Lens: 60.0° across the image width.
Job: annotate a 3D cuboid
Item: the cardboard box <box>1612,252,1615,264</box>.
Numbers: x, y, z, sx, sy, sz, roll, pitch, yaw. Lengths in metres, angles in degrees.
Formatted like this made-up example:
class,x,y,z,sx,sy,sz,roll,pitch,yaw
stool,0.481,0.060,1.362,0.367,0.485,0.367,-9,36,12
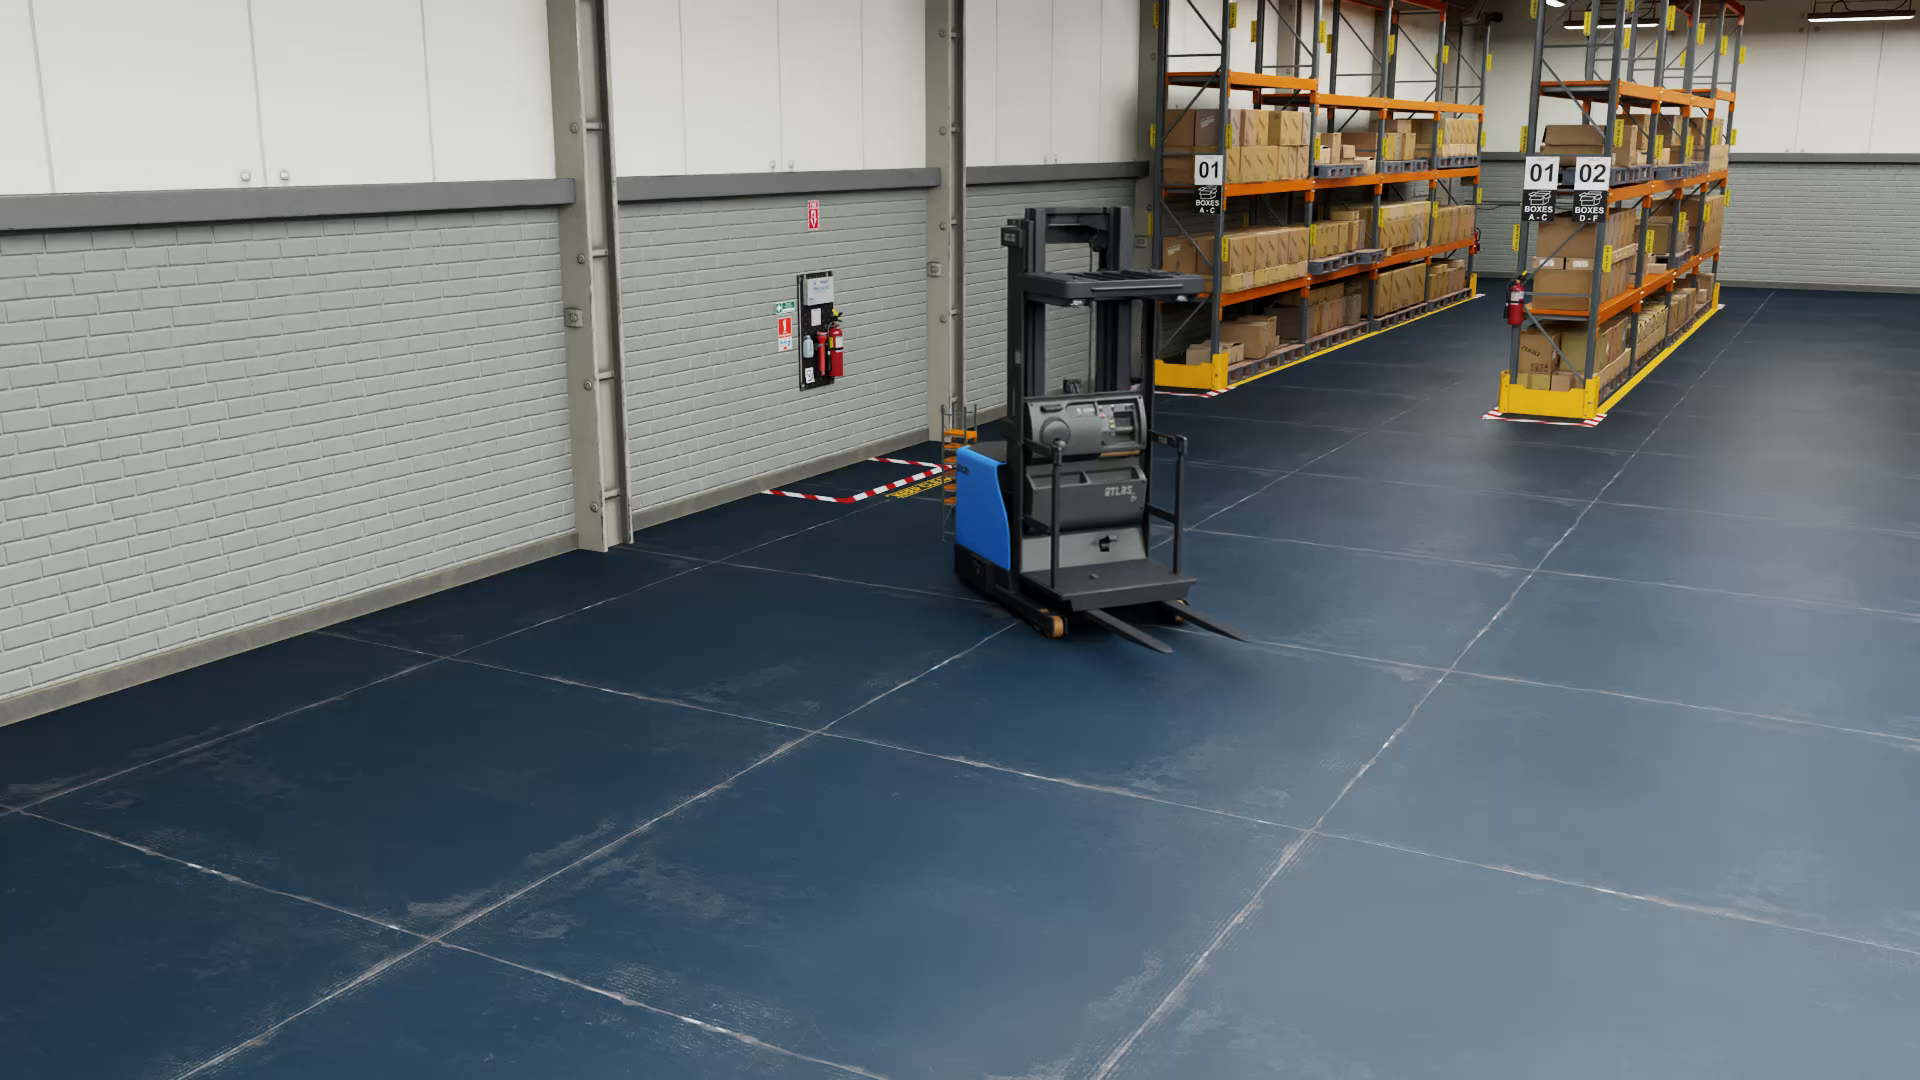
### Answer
class,x,y,z,sx,sy,sz,roll,pitch,yaw
cardboard box,8.496,-3.757,22.122,0.380,0.149,0.250,7,15,27

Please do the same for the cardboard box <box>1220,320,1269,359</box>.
class,x,y,z,sx,sy,sz,roll,pitch,yaw
cardboard box,4.246,-3.026,25.078,0.700,0.500,0.500,6,15,25

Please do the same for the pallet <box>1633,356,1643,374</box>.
class,x,y,z,sx,sy,sz,roll,pitch,yaw
pallet,9.753,-2.694,25.256,1.003,0.211,1.213,7,15,28

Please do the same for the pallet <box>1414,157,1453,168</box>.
class,x,y,z,sx,sy,sz,roll,pitch,yaw
pallet,9.365,-7.677,33.767,1.003,0.211,1.213,7,15,28

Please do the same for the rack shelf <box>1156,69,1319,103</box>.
class,x,y,z,sx,sy,sz,roll,pitch,yaw
rack shelf,4.126,-6.609,24.288,1.077,0.370,4.000,7,15,28

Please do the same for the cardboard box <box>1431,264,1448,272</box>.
class,x,y,z,sx,sy,sz,roll,pitch,yaw
cardboard box,9.989,-5.698,34.823,0.380,0.149,0.250,7,15,26

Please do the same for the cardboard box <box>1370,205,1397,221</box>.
class,x,y,z,sx,sy,sz,roll,pitch,yaw
cardboard box,7.731,-6.016,30.599,0.500,0.250,0.500,7,15,27

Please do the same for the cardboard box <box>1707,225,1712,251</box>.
class,x,y,z,sx,sy,sz,roll,pitch,yaw
cardboard box,14.272,-5.865,32.248,0.500,0.500,0.500,7,15,28

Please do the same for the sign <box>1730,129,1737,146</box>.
class,x,y,z,sx,sy,sz,roll,pitch,yaw
sign,15.708,-8.177,33.763,0.100,0.325,0.005,7,15,28

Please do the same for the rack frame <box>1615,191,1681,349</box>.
class,x,y,z,sx,sy,sz,roll,pitch,yaw
rack frame,11.365,-4.714,27.688,1.000,3.000,0.127,7,15,28

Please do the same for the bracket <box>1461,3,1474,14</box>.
class,x,y,z,sx,sy,sz,roll,pitch,yaw
bracket,11.552,-12.109,37.880,0.235,0.232,0.430,7,15,28

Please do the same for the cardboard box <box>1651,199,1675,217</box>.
class,x,y,z,sx,sy,sz,roll,pitch,yaw
cardboard box,13.316,-6.203,31.515,0.500,0.500,0.500,7,15,28

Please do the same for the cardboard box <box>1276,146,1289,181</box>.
class,x,y,z,sx,sy,sz,roll,pitch,yaw
cardboard box,4.575,-5.619,24.783,0.500,0.500,0.500,7,15,26

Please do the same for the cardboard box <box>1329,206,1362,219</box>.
class,x,y,z,sx,sy,sz,roll,pitch,yaw
cardboard box,7.019,-5.965,30.384,0.500,0.250,0.500,8,16,30

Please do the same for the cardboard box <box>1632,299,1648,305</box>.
class,x,y,z,sx,sy,sz,roll,pitch,yaw
cardboard box,11.611,-3.931,28.835,0.500,0.500,0.500,8,16,30

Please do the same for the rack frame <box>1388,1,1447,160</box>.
class,x,y,z,sx,sy,sz,roll,pitch,yaw
rack frame,8.960,-9.012,32.713,1.000,3.000,0.127,7,15,28

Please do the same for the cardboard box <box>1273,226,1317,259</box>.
class,x,y,z,sx,sy,sz,roll,pitch,yaw
cardboard box,5.369,-4.817,26.962,0.700,0.500,0.500,7,15,28

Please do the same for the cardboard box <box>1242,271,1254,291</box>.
class,x,y,z,sx,sy,sz,roll,pitch,yaw
cardboard box,3.912,-3.743,23.934,0.500,0.250,0.500,7,15,26

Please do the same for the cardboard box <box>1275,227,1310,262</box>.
class,x,y,z,sx,sy,sz,roll,pitch,yaw
cardboard box,5.135,-4.623,25.988,0.500,0.500,0.500,7,15,28

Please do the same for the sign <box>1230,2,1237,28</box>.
class,x,y,z,sx,sy,sz,roll,pitch,yaw
sign,3.634,-6.981,22.128,0.100,0.325,0.005,7,15,28

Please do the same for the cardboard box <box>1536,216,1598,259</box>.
class,x,y,z,sx,sy,sz,roll,pitch,yaw
cardboard box,7.760,-3.857,21.152,0.700,0.500,0.500,7,15,28

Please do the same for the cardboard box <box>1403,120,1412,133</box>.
class,x,y,z,sx,sy,sz,roll,pitch,yaw
cardboard box,8.420,-8.015,32.227,0.500,0.250,0.500,9,16,32

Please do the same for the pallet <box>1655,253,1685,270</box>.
class,x,y,z,sx,sy,sz,roll,pitch,yaw
pallet,11.631,-4.768,28.320,1.213,0.211,1.003,7,15,28

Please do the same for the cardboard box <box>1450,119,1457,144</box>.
class,x,y,z,sx,sy,sz,roll,pitch,yaw
cardboard box,9.793,-8.319,33.849,0.500,0.500,0.500,7,15,27

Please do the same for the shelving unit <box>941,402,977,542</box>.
class,x,y,z,sx,sy,sz,roll,pitch,yaw
shelving unit,-0.007,-0.580,14.381,0.258,1.200,0.189,7,15,28

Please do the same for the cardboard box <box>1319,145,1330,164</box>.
class,x,y,z,sx,sy,sz,roll,pitch,yaw
cardboard box,5.725,-6.303,27.170,0.500,0.311,0.500,8,16,30

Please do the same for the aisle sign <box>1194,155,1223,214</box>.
class,x,y,z,sx,sy,sz,roll,pitch,yaw
aisle sign,3.387,-4.848,22.698,0.394,0.787,0.004,7,15,28

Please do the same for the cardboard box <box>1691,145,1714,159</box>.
class,x,y,z,sx,sy,sz,roll,pitch,yaw
cardboard box,13.751,-7.235,30.996,0.500,0.250,0.500,7,15,28

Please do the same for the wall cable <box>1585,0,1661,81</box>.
class,x,y,z,sx,sy,sz,roll,pitch,yaw
wall cable,16.309,-11.592,39.263,3.097,2.526,0.112,7,15,28

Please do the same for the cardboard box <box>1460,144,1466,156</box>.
class,x,y,z,sx,sy,sz,roll,pitch,yaw
cardboard box,10.274,-8.160,34.789,0.500,0.250,0.500,7,15,26

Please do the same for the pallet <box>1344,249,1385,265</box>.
class,x,y,z,sx,sy,sz,roll,pitch,yaw
pallet,6.775,-5.023,29.379,1.213,0.211,1.003,7,15,28

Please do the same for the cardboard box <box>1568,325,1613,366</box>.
class,x,y,z,sx,sy,sz,roll,pitch,yaw
cardboard box,8.422,-2.597,22.275,0.500,0.500,0.500,7,15,28

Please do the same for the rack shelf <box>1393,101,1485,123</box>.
class,x,y,z,sx,sy,sz,roll,pitch,yaw
rack shelf,9.927,-8.878,34.547,1.077,0.370,4.000,7,15,28

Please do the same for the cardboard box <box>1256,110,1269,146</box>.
class,x,y,z,sx,sy,sz,roll,pitch,yaw
cardboard box,4.083,-5.891,23.780,0.500,0.500,0.500,8,16,30

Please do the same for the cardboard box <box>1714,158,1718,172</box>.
class,x,y,z,sx,sy,sz,roll,pitch,yaw
cardboard box,14.238,-7.196,31.904,0.500,0.250,0.500,7,15,28

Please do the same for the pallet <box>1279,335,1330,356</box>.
class,x,y,z,sx,sy,sz,roll,pitch,yaw
pallet,5.468,-3.258,27.599,1.003,0.211,1.213,7,15,28

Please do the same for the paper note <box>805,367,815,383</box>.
class,x,y,z,sx,sy,sz,roll,pitch,yaw
paper note,-1.534,-1.685,17.001,0.016,0.148,0.142,7,15,28

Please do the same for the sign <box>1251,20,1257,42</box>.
class,x,y,z,sx,sy,sz,roll,pitch,yaw
sign,4.604,-7.963,26.033,0.100,0.325,0.005,7,15,28

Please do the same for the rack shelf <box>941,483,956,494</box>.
class,x,y,z,sx,sy,sz,roll,pitch,yaw
rack shelf,-0.007,-0.420,14.419,0.258,0.103,0.180,7,15,28

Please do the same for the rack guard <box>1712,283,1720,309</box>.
class,x,y,z,sx,sy,sz,roll,pitch,yaw
rack guard,15.195,-5.125,34.724,1.175,0.500,0.348,7,15,28

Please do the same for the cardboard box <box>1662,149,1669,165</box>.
class,x,y,z,sx,sy,sz,roll,pitch,yaw
cardboard box,10.957,-6.095,26.437,0.500,0.250,0.500,8,16,30

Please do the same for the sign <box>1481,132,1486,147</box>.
class,x,y,z,sx,sy,sz,roll,pitch,yaw
sign,11.362,-8.702,36.108,0.100,0.325,0.005,7,15,28

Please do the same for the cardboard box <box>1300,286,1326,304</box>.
class,x,y,z,sx,sy,sz,roll,pitch,yaw
cardboard box,5.892,-4.168,28.217,0.500,0.250,0.500,7,15,26

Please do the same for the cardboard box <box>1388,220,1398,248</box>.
class,x,y,z,sx,sy,sz,roll,pitch,yaw
cardboard box,7.747,-5.655,30.698,0.500,0.500,0.500,8,16,30

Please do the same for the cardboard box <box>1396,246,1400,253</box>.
class,x,y,z,sx,sy,sz,roll,pitch,yaw
cardboard box,8.120,-5.520,31.521,0.380,0.149,0.250,7,15,28

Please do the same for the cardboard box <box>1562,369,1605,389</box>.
class,x,y,z,sx,sy,sz,roll,pitch,yaw
cardboard box,8.190,-2.128,21.932,0.500,0.250,0.500,7,15,28

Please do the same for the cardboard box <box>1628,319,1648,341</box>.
class,x,y,z,sx,sy,sz,roll,pitch,yaw
cardboard box,10.095,-3.192,25.149,0.500,0.311,0.500,7,15,27

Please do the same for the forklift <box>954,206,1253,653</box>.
class,x,y,z,sx,sy,sz,roll,pitch,yaw
forklift,1.006,-0.847,11.792,1.130,2.935,3.031,-6,15,-23

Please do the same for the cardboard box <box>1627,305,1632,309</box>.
class,x,y,z,sx,sy,sz,roll,pitch,yaw
cardboard box,10.854,-3.780,27.587,0.500,0.311,0.500,8,16,30

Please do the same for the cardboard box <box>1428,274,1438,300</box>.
class,x,y,z,sx,sy,sz,roll,pitch,yaw
cardboard box,9.411,-5.226,34.249,0.700,0.500,0.500,8,16,29

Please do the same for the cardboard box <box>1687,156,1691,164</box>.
class,x,y,z,sx,sy,sz,roll,pitch,yaw
cardboard box,12.044,-6.526,28.588,0.910,0.500,0.500,7,15,28

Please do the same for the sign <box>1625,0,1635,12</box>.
class,x,y,z,sx,sy,sz,roll,pitch,yaw
sign,7.980,-6.456,19.782,0.100,0.325,0.005,7,15,28

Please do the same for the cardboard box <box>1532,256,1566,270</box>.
class,x,y,z,sx,sy,sz,roll,pitch,yaw
cardboard box,7.515,-3.537,21.207,0.380,0.149,0.250,7,15,27

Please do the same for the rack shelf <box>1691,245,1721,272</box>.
class,x,y,z,sx,sy,sz,roll,pitch,yaw
rack shelf,14.265,-5.595,32.878,1.077,0.370,4.000,7,15,28

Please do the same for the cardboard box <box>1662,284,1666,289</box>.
class,x,y,z,sx,sy,sz,roll,pitch,yaw
cardboard box,13.326,-4.683,31.951,0.500,0.500,0.500,7,15,28

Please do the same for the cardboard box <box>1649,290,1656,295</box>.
class,x,y,z,sx,sy,sz,roll,pitch,yaw
cardboard box,12.126,-4.518,29.670,0.500,0.250,0.500,7,15,27
